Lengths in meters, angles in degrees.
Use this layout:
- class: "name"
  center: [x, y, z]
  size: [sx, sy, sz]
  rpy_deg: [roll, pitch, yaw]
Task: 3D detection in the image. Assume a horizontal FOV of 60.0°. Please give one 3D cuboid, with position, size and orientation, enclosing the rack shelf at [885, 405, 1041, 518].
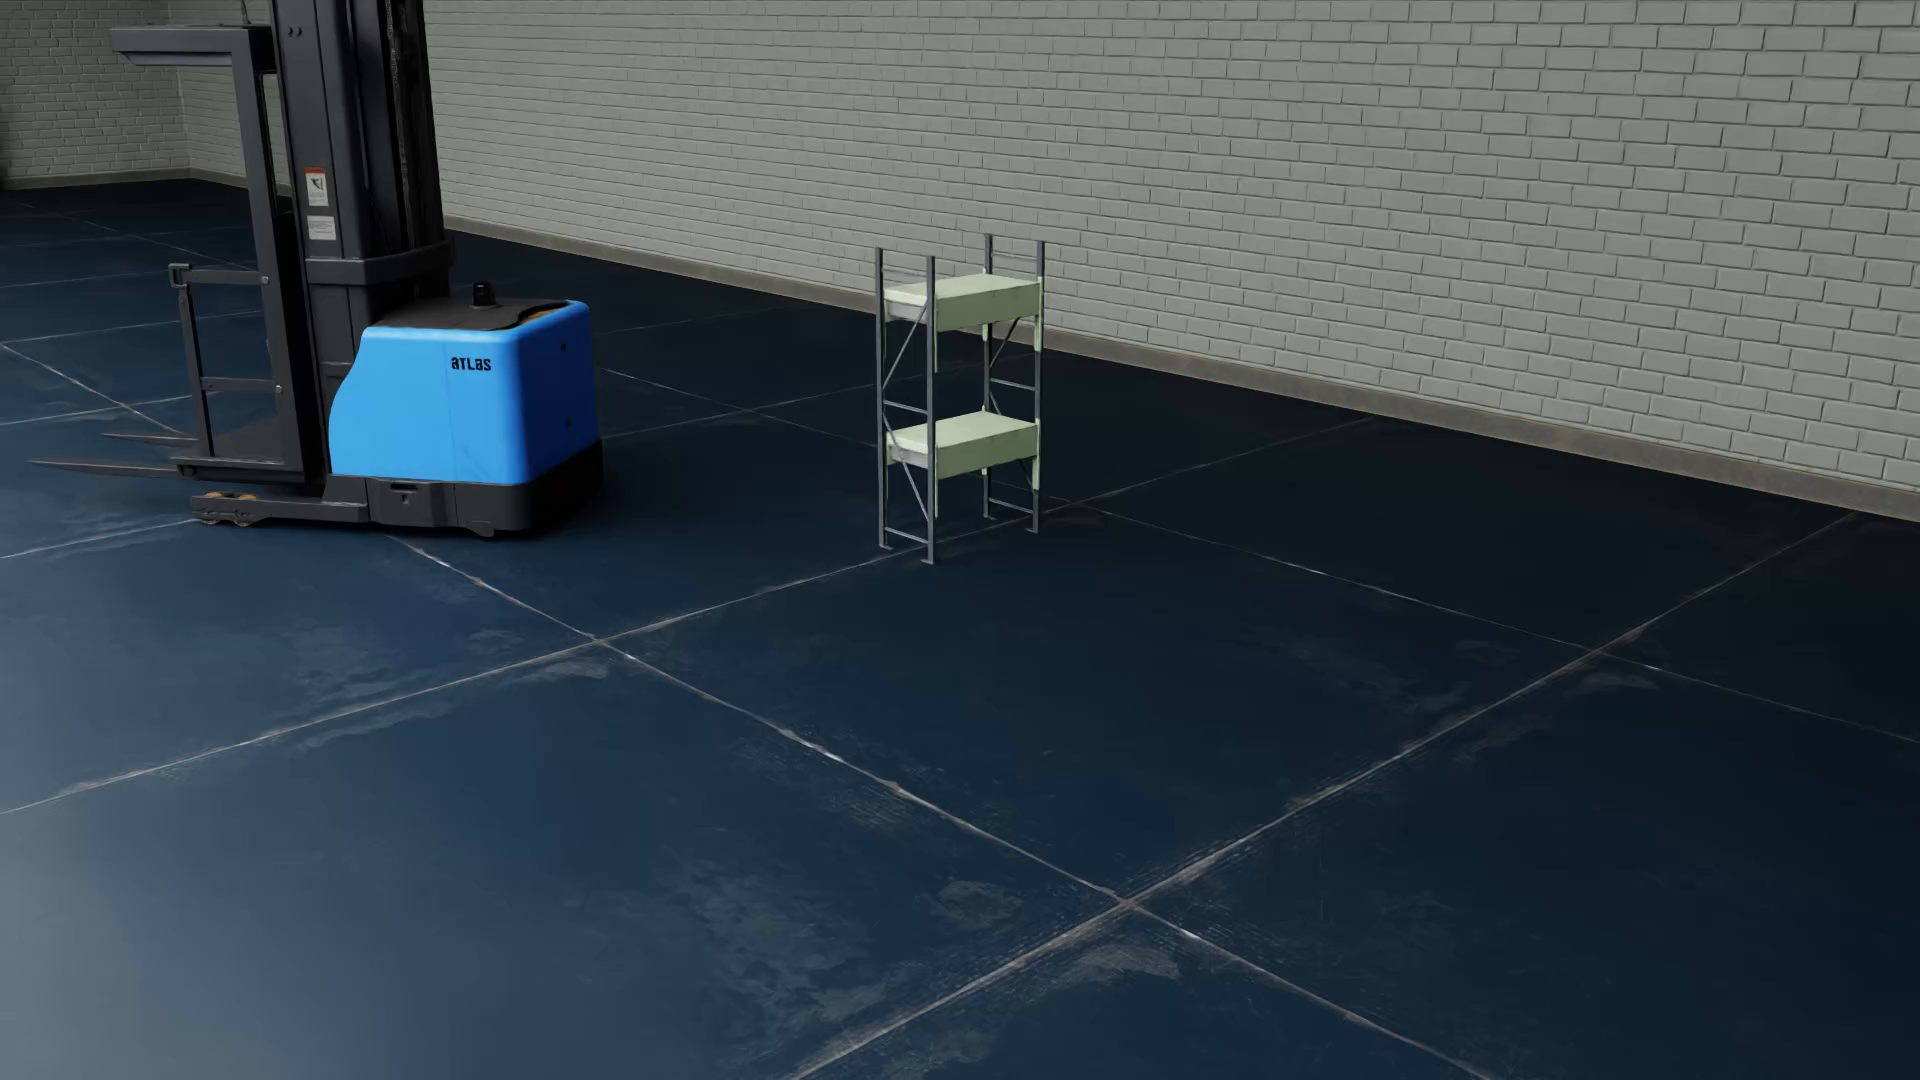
- class: "rack shelf"
  center: [0.005, -0.405, 8.358]
  size: [0.720, 0.370, 0.431]
  rpy_deg: [-16, 24, -41]

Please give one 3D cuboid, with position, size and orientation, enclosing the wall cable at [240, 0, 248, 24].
- class: "wall cable"
  center: [-10.971, -8.110, 23.943]
  size: [0.112, 2.526, 3.097]
  rpy_deg: [-16, 24, -41]

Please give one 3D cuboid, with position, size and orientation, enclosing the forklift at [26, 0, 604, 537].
- class: "forklift"
  center: [-3.557, -1.619, 8.726]
  size: [3.031, 2.935, 1.130]
  rpy_deg: [4, 18, 11]

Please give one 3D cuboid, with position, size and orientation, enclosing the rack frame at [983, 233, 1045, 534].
- class: "rack frame"
  center: [0.271, -0.792, 8.497]
  size: [0.023, 1.500, 0.400]
  rpy_deg: [-16, 24, -41]

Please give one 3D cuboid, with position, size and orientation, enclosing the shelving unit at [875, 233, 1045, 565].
- class: "shelving unit"
  center: [0.005, -0.715, 8.258]
  size: [0.755, 1.500, 0.431]
  rpy_deg: [-16, 24, -41]

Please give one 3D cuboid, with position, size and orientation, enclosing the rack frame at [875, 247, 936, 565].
- class: "rack frame"
  center: [-0.261, -0.637, 8.019]
  size: [0.023, 1.500, 0.400]
  rpy_deg: [-16, 24, -41]

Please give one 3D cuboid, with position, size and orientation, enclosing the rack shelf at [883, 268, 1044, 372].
- class: "rack shelf"
  center: [0.005, -1.086, 8.137]
  size: [0.720, 0.370, 0.431]
  rpy_deg: [-16, 24, -41]
